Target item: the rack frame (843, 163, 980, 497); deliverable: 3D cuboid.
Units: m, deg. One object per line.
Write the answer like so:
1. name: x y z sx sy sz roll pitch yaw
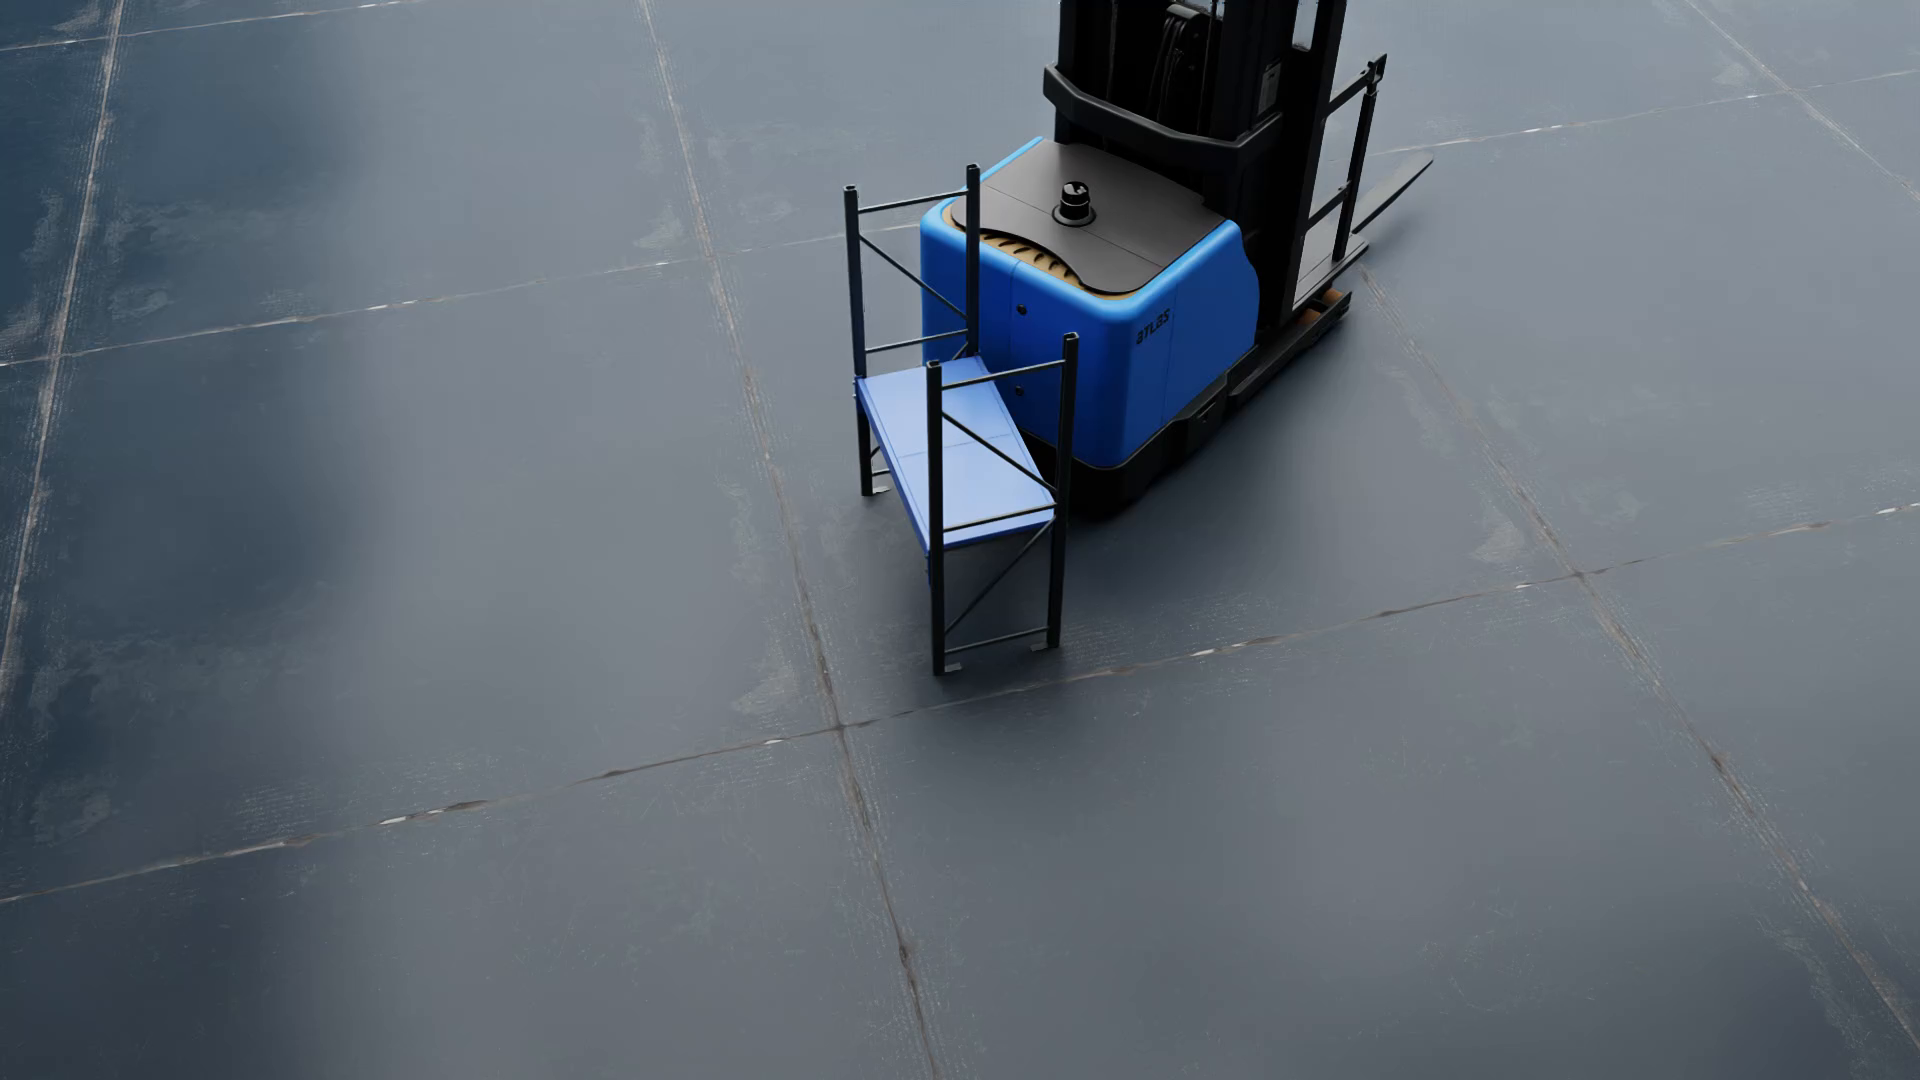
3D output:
1. rack frame: -0.170 -0.767 6.451 0.500 1.500 0.032 -13 47 -12

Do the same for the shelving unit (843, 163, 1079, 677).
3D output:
1. shelving unit: -0.017 -0.421 6.112 0.538 1.500 1.048 -13 47 -12

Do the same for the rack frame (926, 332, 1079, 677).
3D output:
1. rack frame: 0.136 -0.074 5.773 0.500 1.500 0.032 -13 47 -12

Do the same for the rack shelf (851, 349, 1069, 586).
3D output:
1. rack shelf: -0.017 -0.295 6.241 0.538 0.185 1.000 -13 47 -12

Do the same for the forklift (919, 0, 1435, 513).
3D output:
1. forklift: 1.155 -2.124 6.779 1.130 2.935 3.031 31 53 27
